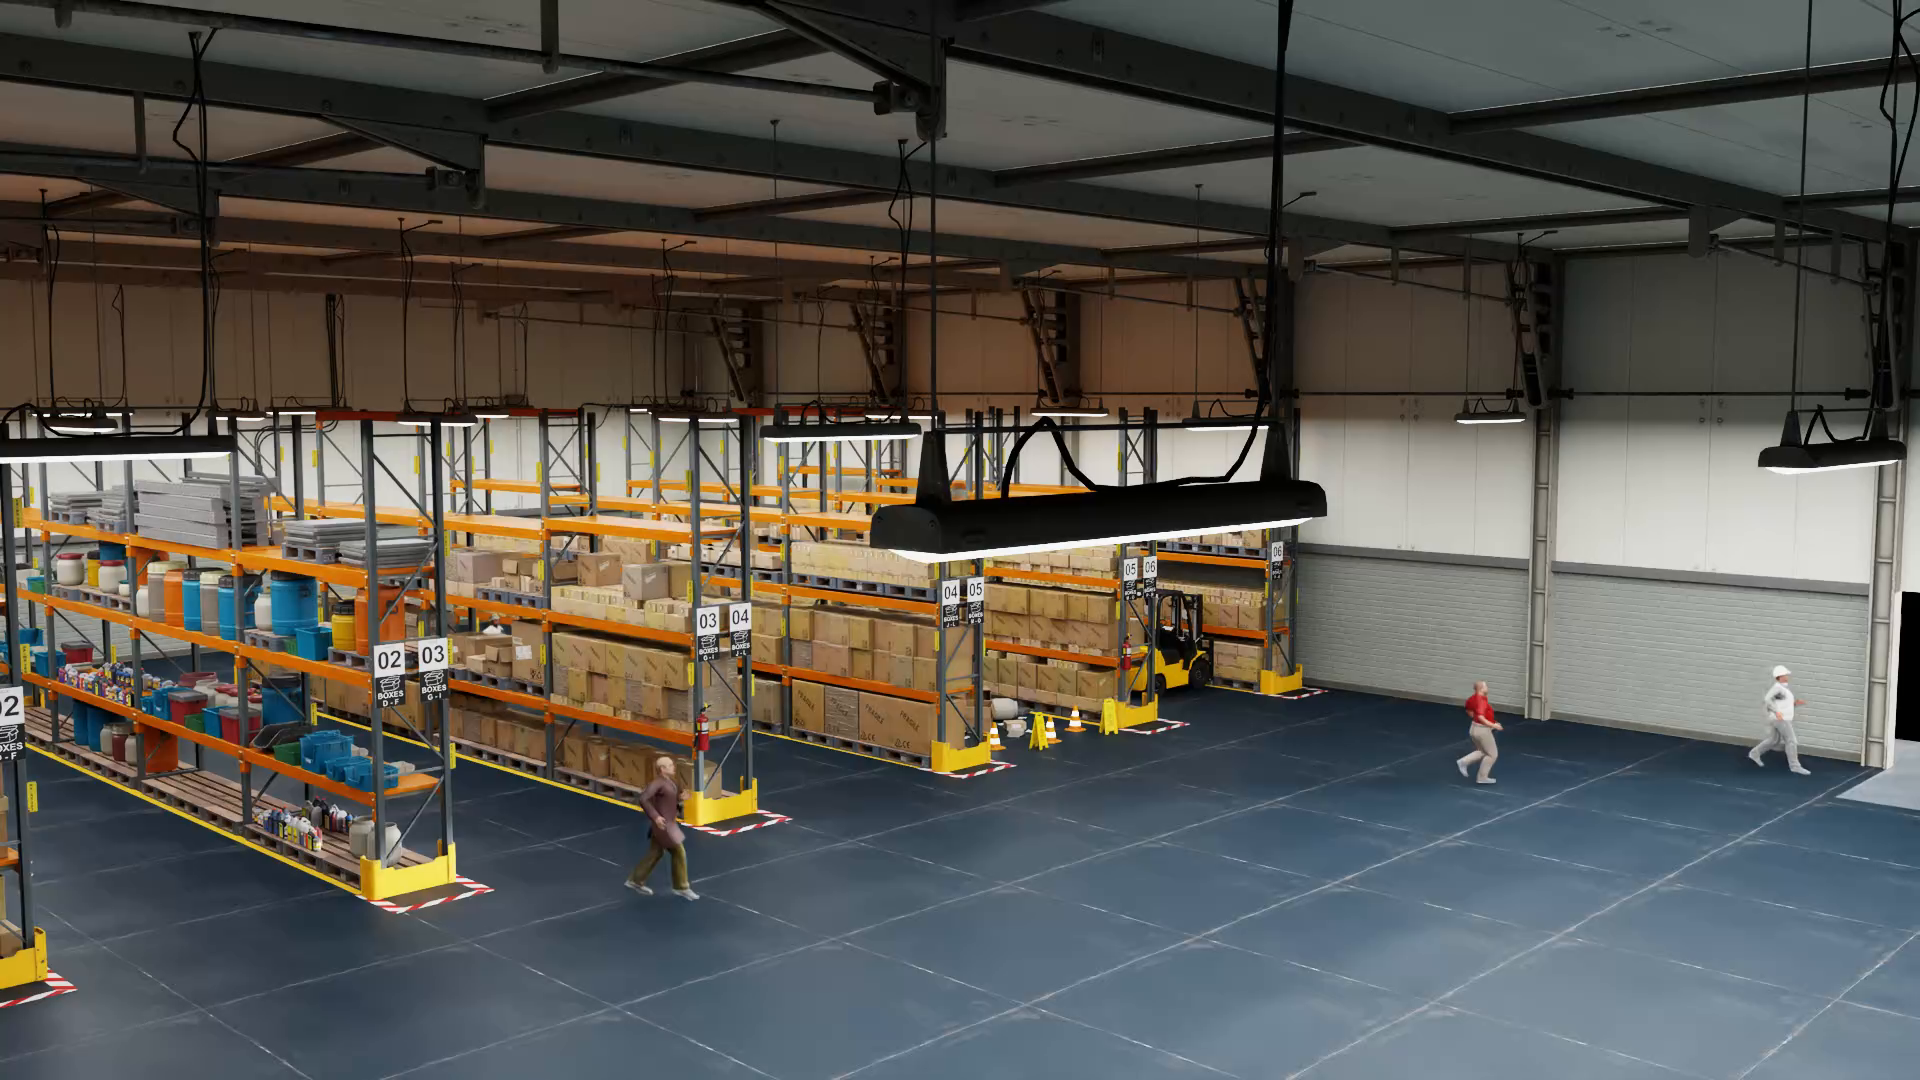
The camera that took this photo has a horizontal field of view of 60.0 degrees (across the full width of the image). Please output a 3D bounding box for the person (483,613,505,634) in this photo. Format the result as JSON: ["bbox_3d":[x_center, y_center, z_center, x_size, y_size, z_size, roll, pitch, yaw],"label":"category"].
[{"bbox_3d":[-9.863,2.384,35.347,0.560,1.661,0.582,4,7,40],"label":"person"}]

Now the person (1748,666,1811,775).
[{"bbox_3d":[13.649,2.969,27.642,0.948,1.764,0.659,3,6,27],"label":"person"}]

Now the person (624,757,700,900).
[{"bbox_3d":[-3.734,3.605,20.782,0.935,1.832,0.675,-1,5,-11],"label":"person"}]

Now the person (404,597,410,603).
[{"bbox_3d":[-12.826,2.129,38.165,0.724,1.649,0.554,-2,5,-17],"label":"person"}]

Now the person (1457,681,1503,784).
[{"bbox_3d":[8.419,3.109,26.922,0.608,1.672,0.661,0,5,-2],"label":"person"}]
